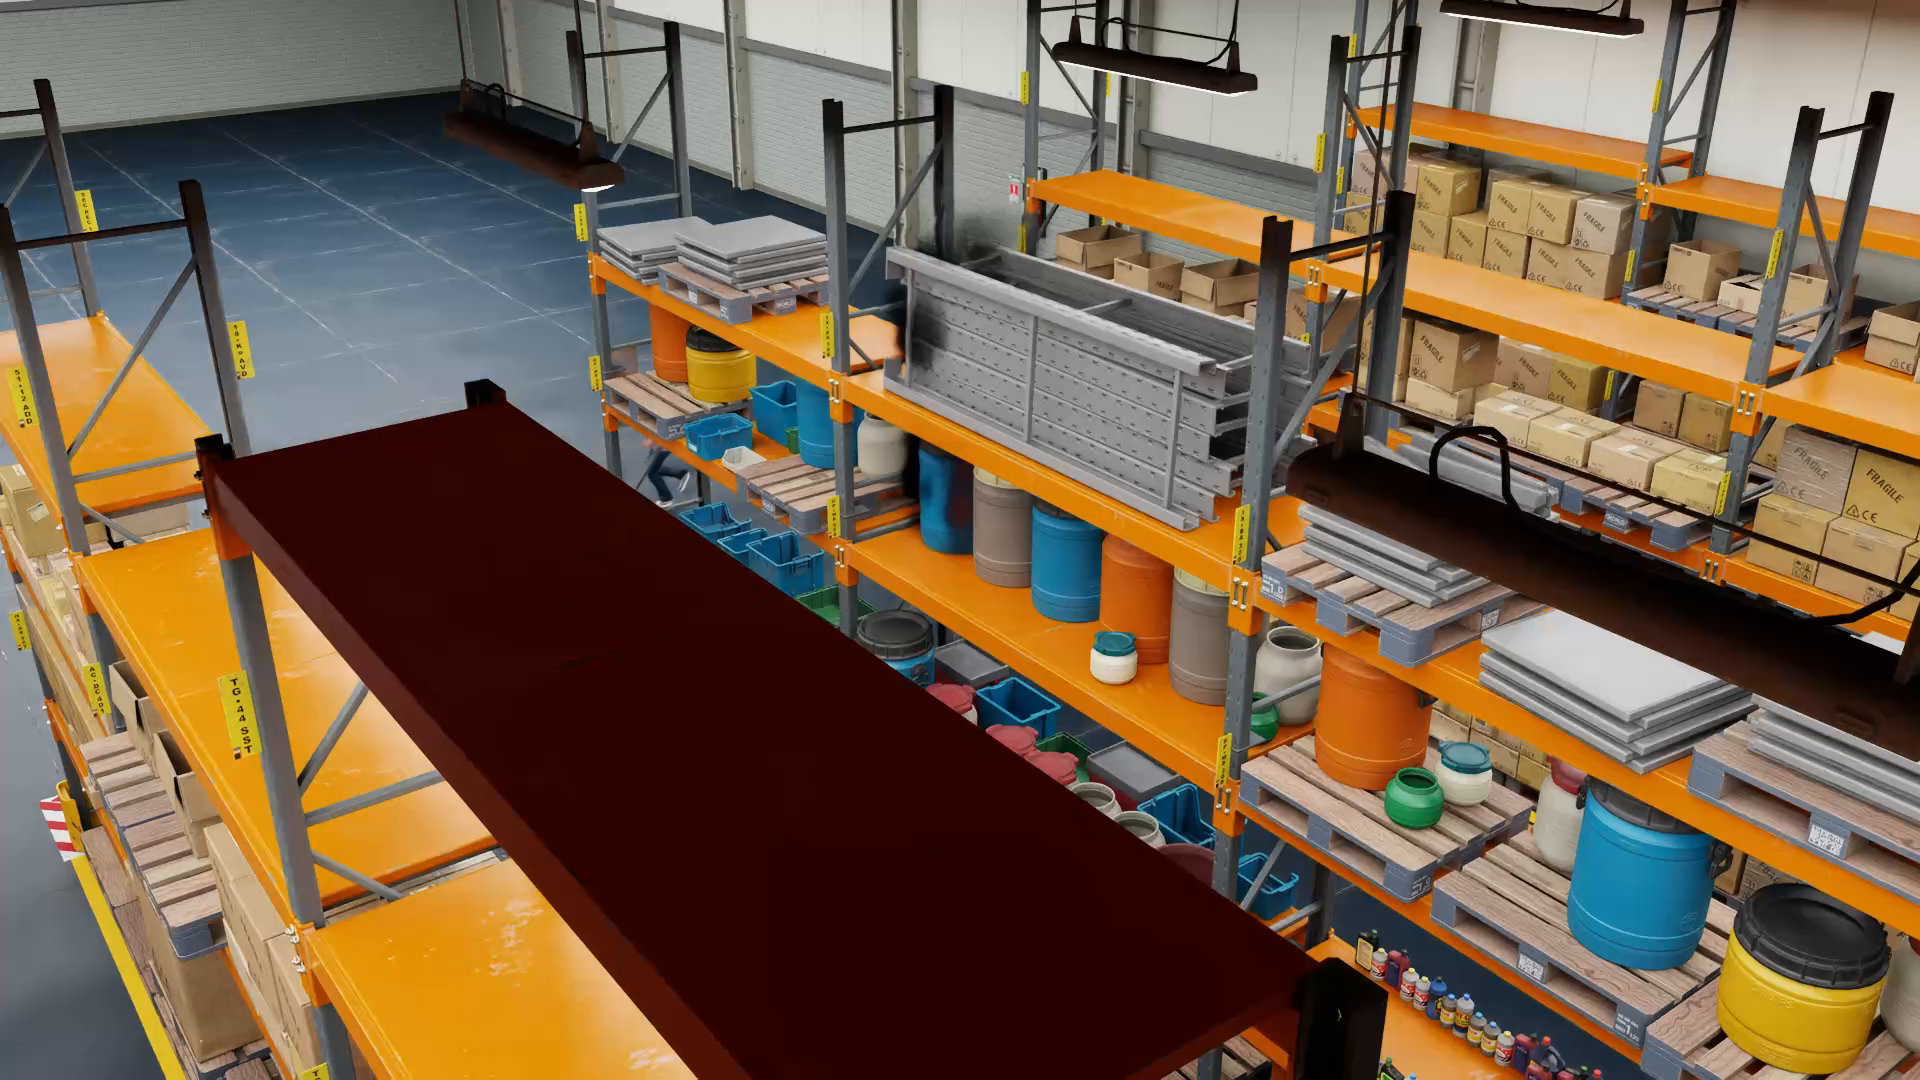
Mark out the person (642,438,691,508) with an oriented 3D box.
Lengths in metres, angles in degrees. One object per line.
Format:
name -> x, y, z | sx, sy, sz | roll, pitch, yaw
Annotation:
person -> -3.462, -1.099, 19.542 | 0.544, 1.559, 0.544 | -4, 25, -10

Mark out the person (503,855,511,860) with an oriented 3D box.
person -> -2.711, 2.488, 10.869 | 0.670, 1.859, 0.712 | -22, 32, -39
